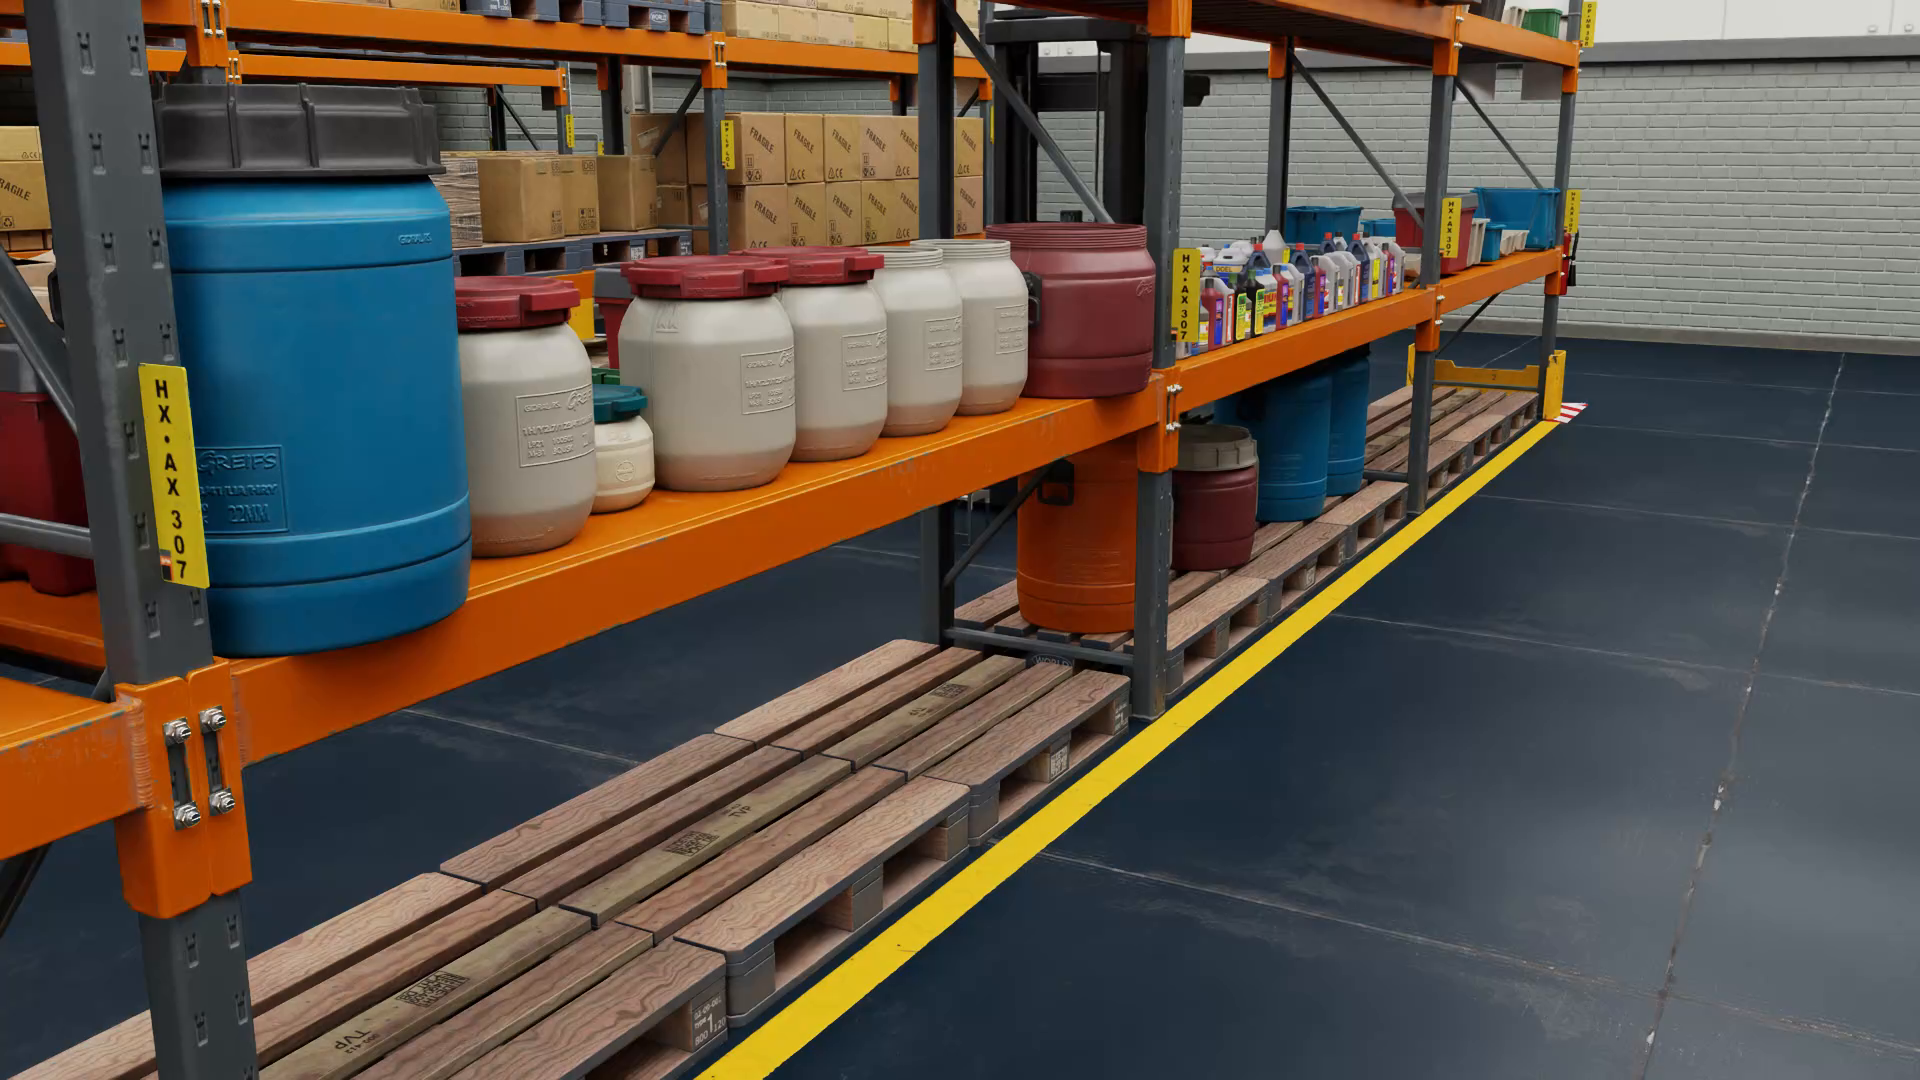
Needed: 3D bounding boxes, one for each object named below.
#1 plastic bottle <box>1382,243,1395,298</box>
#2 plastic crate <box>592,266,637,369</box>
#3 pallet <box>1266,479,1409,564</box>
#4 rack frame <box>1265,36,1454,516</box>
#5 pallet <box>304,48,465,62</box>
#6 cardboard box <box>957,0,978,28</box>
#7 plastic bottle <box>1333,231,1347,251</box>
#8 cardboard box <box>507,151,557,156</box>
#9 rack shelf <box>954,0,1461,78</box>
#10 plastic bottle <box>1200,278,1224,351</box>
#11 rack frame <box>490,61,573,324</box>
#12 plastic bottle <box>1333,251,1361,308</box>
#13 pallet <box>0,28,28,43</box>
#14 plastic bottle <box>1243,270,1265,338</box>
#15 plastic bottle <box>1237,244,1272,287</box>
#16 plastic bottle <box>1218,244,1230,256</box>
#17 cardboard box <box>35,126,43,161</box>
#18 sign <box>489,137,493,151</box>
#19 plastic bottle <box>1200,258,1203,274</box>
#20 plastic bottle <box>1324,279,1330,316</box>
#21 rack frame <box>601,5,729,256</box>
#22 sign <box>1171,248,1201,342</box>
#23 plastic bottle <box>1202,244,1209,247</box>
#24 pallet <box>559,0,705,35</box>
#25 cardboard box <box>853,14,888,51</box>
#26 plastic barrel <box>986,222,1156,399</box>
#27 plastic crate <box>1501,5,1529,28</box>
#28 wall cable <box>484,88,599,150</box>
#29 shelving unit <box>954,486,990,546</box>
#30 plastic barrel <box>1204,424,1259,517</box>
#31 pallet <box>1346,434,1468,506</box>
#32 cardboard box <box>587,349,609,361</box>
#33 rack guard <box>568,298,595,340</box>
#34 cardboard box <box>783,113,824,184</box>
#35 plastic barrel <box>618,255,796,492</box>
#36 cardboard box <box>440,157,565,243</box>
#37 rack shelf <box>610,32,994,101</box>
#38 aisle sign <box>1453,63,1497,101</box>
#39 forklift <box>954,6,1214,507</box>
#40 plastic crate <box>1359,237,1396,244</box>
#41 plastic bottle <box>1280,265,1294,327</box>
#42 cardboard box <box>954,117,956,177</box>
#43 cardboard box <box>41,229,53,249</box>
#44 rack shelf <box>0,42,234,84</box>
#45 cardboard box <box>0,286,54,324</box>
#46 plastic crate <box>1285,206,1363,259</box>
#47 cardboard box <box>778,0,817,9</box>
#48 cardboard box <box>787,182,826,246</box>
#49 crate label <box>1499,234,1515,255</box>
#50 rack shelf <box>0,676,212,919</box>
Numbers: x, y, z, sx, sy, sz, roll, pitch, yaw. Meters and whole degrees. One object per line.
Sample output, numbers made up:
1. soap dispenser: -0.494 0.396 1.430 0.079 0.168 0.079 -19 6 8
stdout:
1. plastic bottle: 2.265 -1.437 8.843 0.061 0.283 0.133 7 15 28
2. plastic crate: -0.739 -0.577 4.892 0.402 0.464 0.583 7 15 28
3. pallet: 1.835 -0.155 9.225 1.003 0.211 1.213 7 15 28
4. rack frame: 2.244 -1.664 9.535 1.000 3.000 0.127 7 15 28
5. pallet: -5.433 -4.617 15.575 1.003 0.211 1.213 7 15 28
6. cardboard box: -0.182 -4.541 14.321 0.500 0.250 0.500 7 15 28
7. plastic bottle: 1.960 -1.431 8.673 0.144 0.351 0.185 7 15 28
8. cardboard box: -4.733 -3.647 17.121 0.980 0.700 0.700 8 16 31
9. rack shelf: 1.277 -2.362 7.566 1.077 0.370 4.000 7 15 28
10. plastic bottle: 1.001 -0.901 6.619 0.061 0.283 0.133 7 15 28
11. rack frame: -4.495 -3.607 17.595 1.000 3.000 0.127 7 15 28
12. plastic bottle: 1.916 -1.308 8.322 0.152 0.276 0.135 7 15 28
13. pallet: -7.559 -3.700 11.983 1.003 0.211 1.213 8 16 31
14. plastic bottle: 1.242 -1.003 7.044 0.061 0.283 0.133 7 15 28
15. plastic bottle: 1.355 -1.178 7.624 0.144 0.351 0.185 7 15 28
16. plastic bottle: 1.430 -1.454 8.938 0.097 0.271 0.097 0 14 0
17. cardboard box: -6.932 -3.021 12.672 0.500 0.250 0.500 8 16 29
18. sign: -4.978 -4.130 17.750 0.100 0.325 0.005 7 15 28
19. plastic bottle: 1.127 -1.314 8.349 0.152 0.276 0.135 7 15 28
20. plastic bottle: 1.707 -1.169 7.907 0.097 0.201 0.097 0 14 0
21. rack frame: -2.090 -2.226 11.866 1.000 3.000 0.127 7 15 28
22. sign: 0.795 -0.862 5.859 0.100 0.325 0.005 7 15 28
23. plastic bottle: 1.264 -1.398 8.681 0.061 0.283 0.133 7 15 28
24. pallet: -2.467 -3.467 11.015 1.213 0.211 1.003 7 15 28
25. cardboard box: -0.912 -3.990 13.105 0.500 0.250 0.500 7 15 28
26. plastic barrel: 0.351 -0.780 5.578 0.600 0.536 0.708 7 15 28
27. plastic crate: 3.396 -3.363 10.743 0.437 0.136 0.530 7 15 28
28. wall cable: -4.704 -4.471 19.010 0.084 1.984 1.851 7 15 28
29. shelving unit: 0.004 -0.439 8.935 0.258 0.900 0.210 7 15 28
30. plastic barrel: 1.273 -0.298 8.281 0.421 0.512 0.421 0 14 0
31. pallet: 2.566 -0.464 10.506 1.003 0.211 1.213 7 15 28
32. cardboard box: -2.324 -0.990 11.136 0.500 0.500 0.500 7 15 28
33. rack guard: -4.483 -2.397 17.908 1.175 0.500 0.348 7 15 28
34. cardboard box: -1.367 -2.931 12.445 0.500 0.500 0.500 7 15 26
35. plastic barrel: -0.614 -0.411 4.046 0.433 0.535 0.433 0 14 0
36. cardboard box: -2.890 -2.109 10.273 0.700 0.500 0.500 3 14 14
37. rack shelf: -1.123 -3.745 13.301 1.077 0.370 4.000 7 15 28
38. aisle sign: 3.953 -3.797 12.835 0.394 0.787 0.004 7 15 28
39. forklift: 0.893 -1.869 10.532 1.130 2.935 3.031 7 15 27
40. plastic crate: 2.823 -1.956 11.182 0.293 0.136 0.466 7 15 28
41. plastic bottle: 1.441 -1.090 7.431 0.097 0.271 0.097 0 14 0
42. cardboard box: -0.374 -3.355 14.203 0.500 0.500 0.500 8 16 30
43. cardboard box: -6.997 -2.317 12.737 0.380 0.149 0.250 7 15 26
44. rack shelf: -7.395 -3.484 12.222 1.077 0.370 4.000 7 15 28
45. cardboard box: -4.217 -1.067 7.596 0.380 0.149 0.250 7 15 28
46. plastic crate: 2.171 -1.820 10.087 0.392 0.384 0.575 7 15 28
47. cardboard box: -1.398 -4.029 12.197 0.500 0.250 0.500 7 15 28
48. cardboard box: -1.361 -2.454 12.597 0.500 0.500 0.500 8 16 29
49. crate label: 3.676 -2.080 11.695 0.396 0.136 0.243 7 15 28
50. rack shelf: -2.590 0.737 1.109 1.077 0.370 4.000 7 15 28
